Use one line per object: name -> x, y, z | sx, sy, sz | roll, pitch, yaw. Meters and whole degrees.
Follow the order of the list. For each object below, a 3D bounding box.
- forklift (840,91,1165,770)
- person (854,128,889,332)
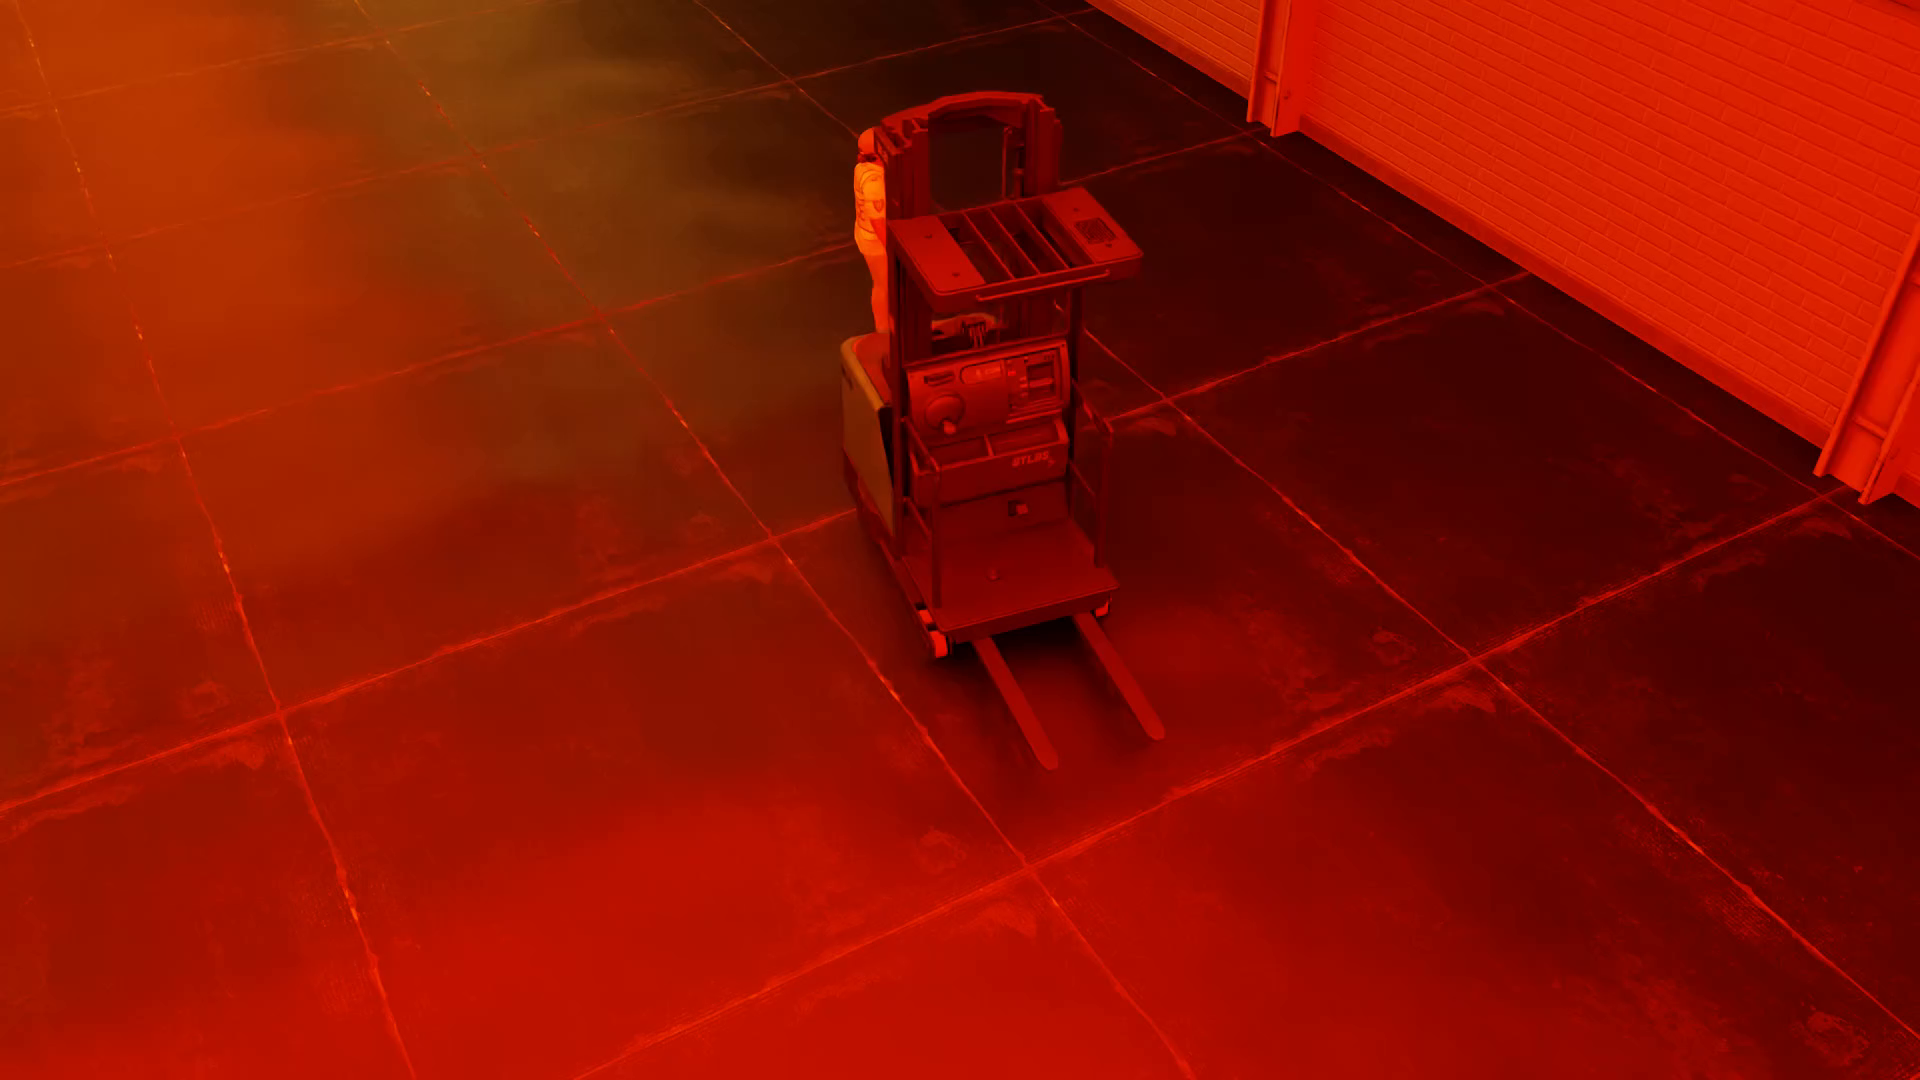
forklift -> 0.240, -0.753, 8.943 | 1.130, 2.935, 3.031 | -13, 42, -16
person -> -0.447, -2.049, 11.486 | 0.530, 1.670, 0.596 | -9, 40, -10
